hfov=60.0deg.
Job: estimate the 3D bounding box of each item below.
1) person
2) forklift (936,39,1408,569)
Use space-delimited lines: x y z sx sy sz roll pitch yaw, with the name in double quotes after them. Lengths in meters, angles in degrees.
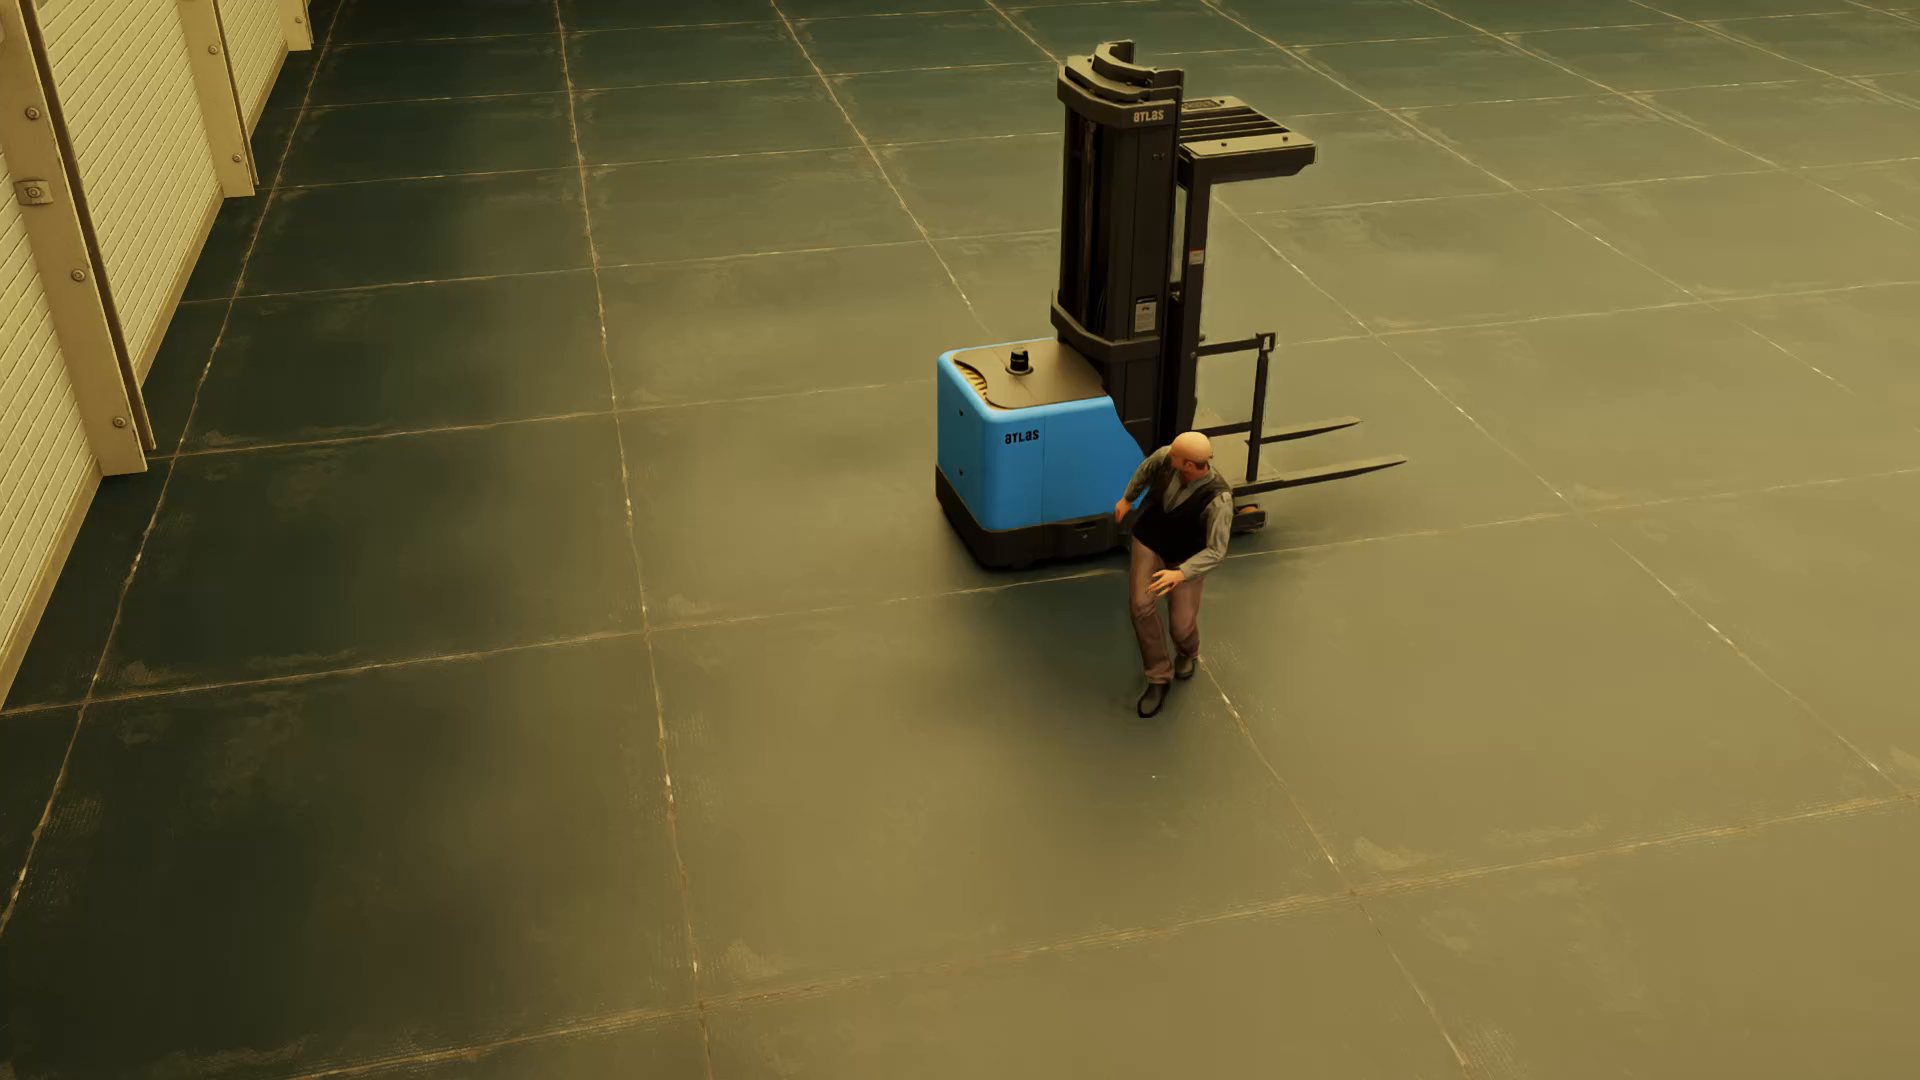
1.054 0.101 8.802 0.745 1.555 0.770 13 33 22 "person"
1.418 -1.523 10.205 3.031 2.935 1.130 -10 31 -16 "forklift"
